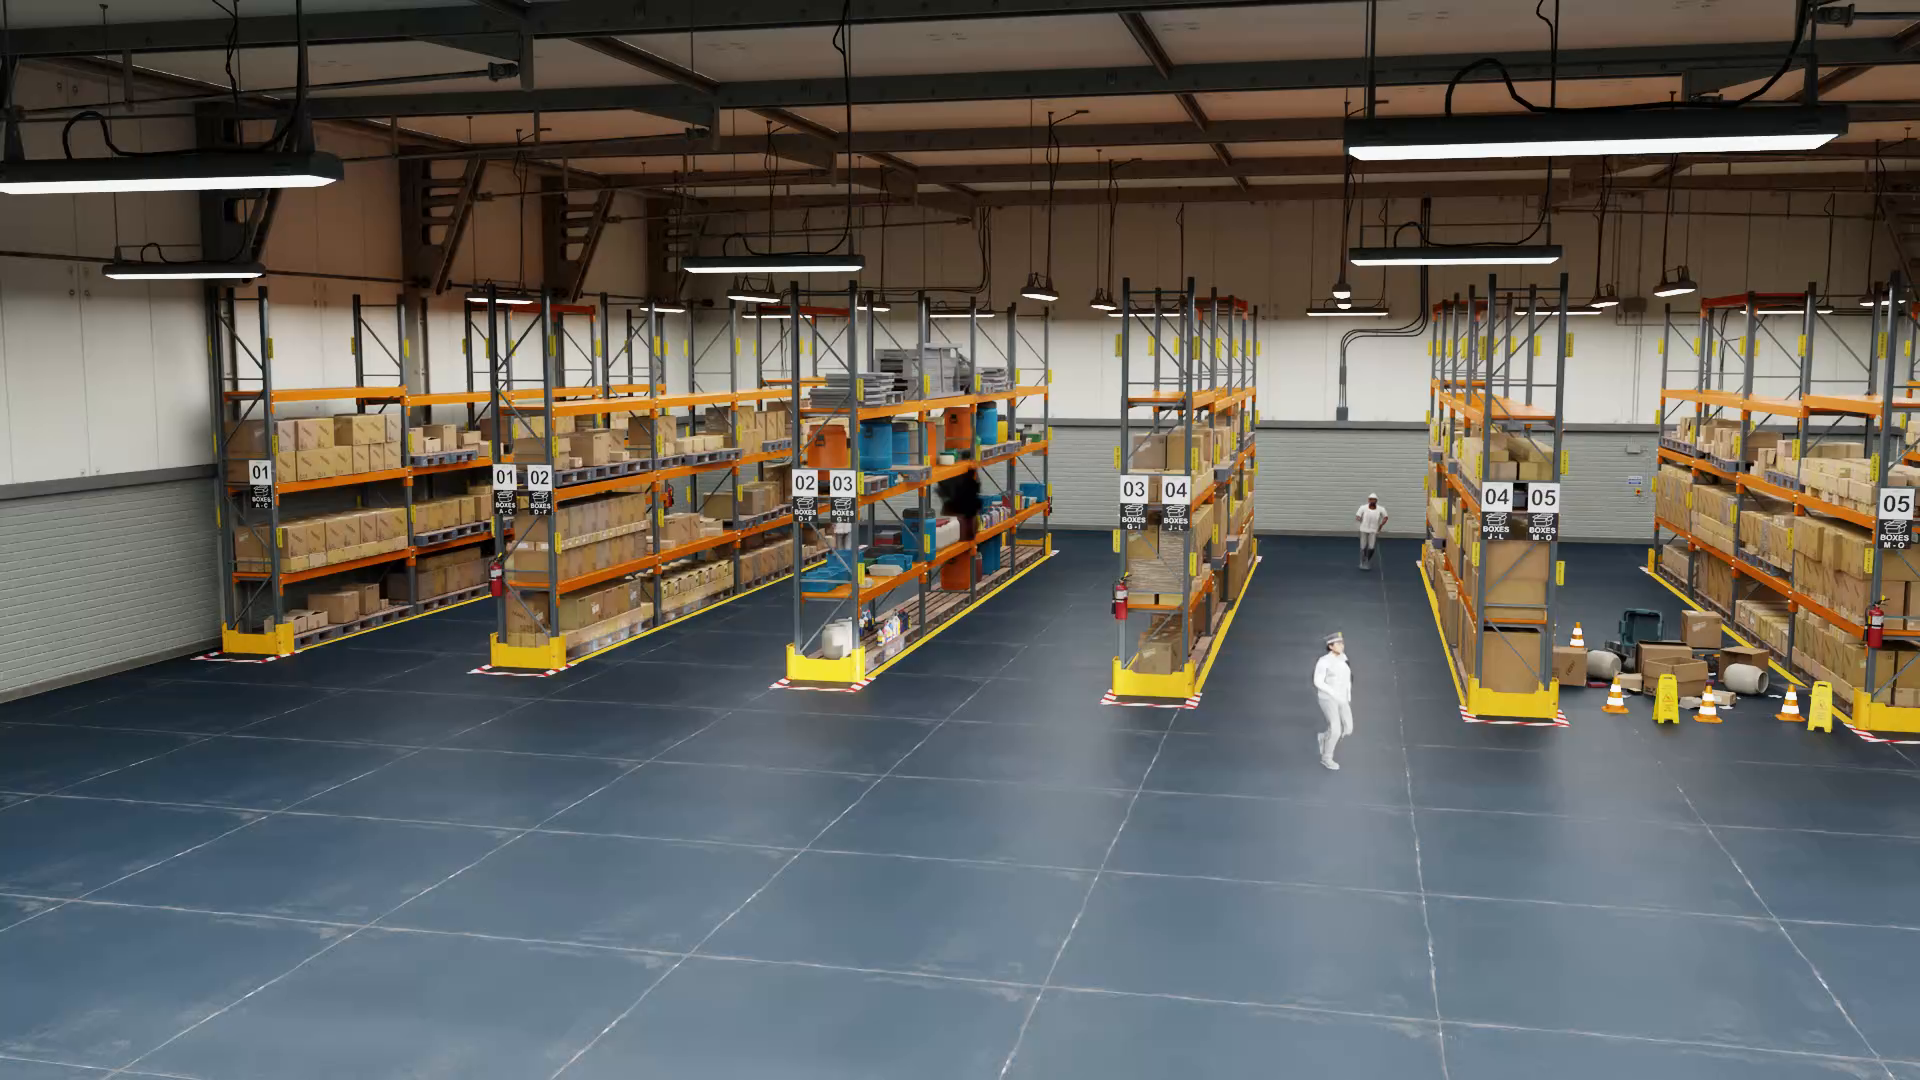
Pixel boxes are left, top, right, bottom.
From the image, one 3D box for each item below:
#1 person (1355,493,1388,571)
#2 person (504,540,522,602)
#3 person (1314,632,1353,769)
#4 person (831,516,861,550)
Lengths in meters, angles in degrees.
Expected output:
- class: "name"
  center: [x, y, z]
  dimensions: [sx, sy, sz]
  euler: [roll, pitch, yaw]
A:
- class: "person"
  center: [9.284, -0.171, 37.610]
  dimensions: [0.701, 1.769, 0.677]
  euler: [2, 7, 20]
- class: "person"
  center: [-7.891, 0.820, 29.348]
  dimensions: [0.606, 1.630, 0.544]
  euler: [1, 7, 11]
- class: "person"
  center: [4.485, 1.904, 19.938]
  dimensions: [0.653, 1.656, 0.571]
  euler: [-5, 8, -37]
- class: "person"
  center: [-2.413, -0.162, 34.977]
  dimensions: [0.661, 1.754, 0.733]
  euler: [0, 7, 2]
